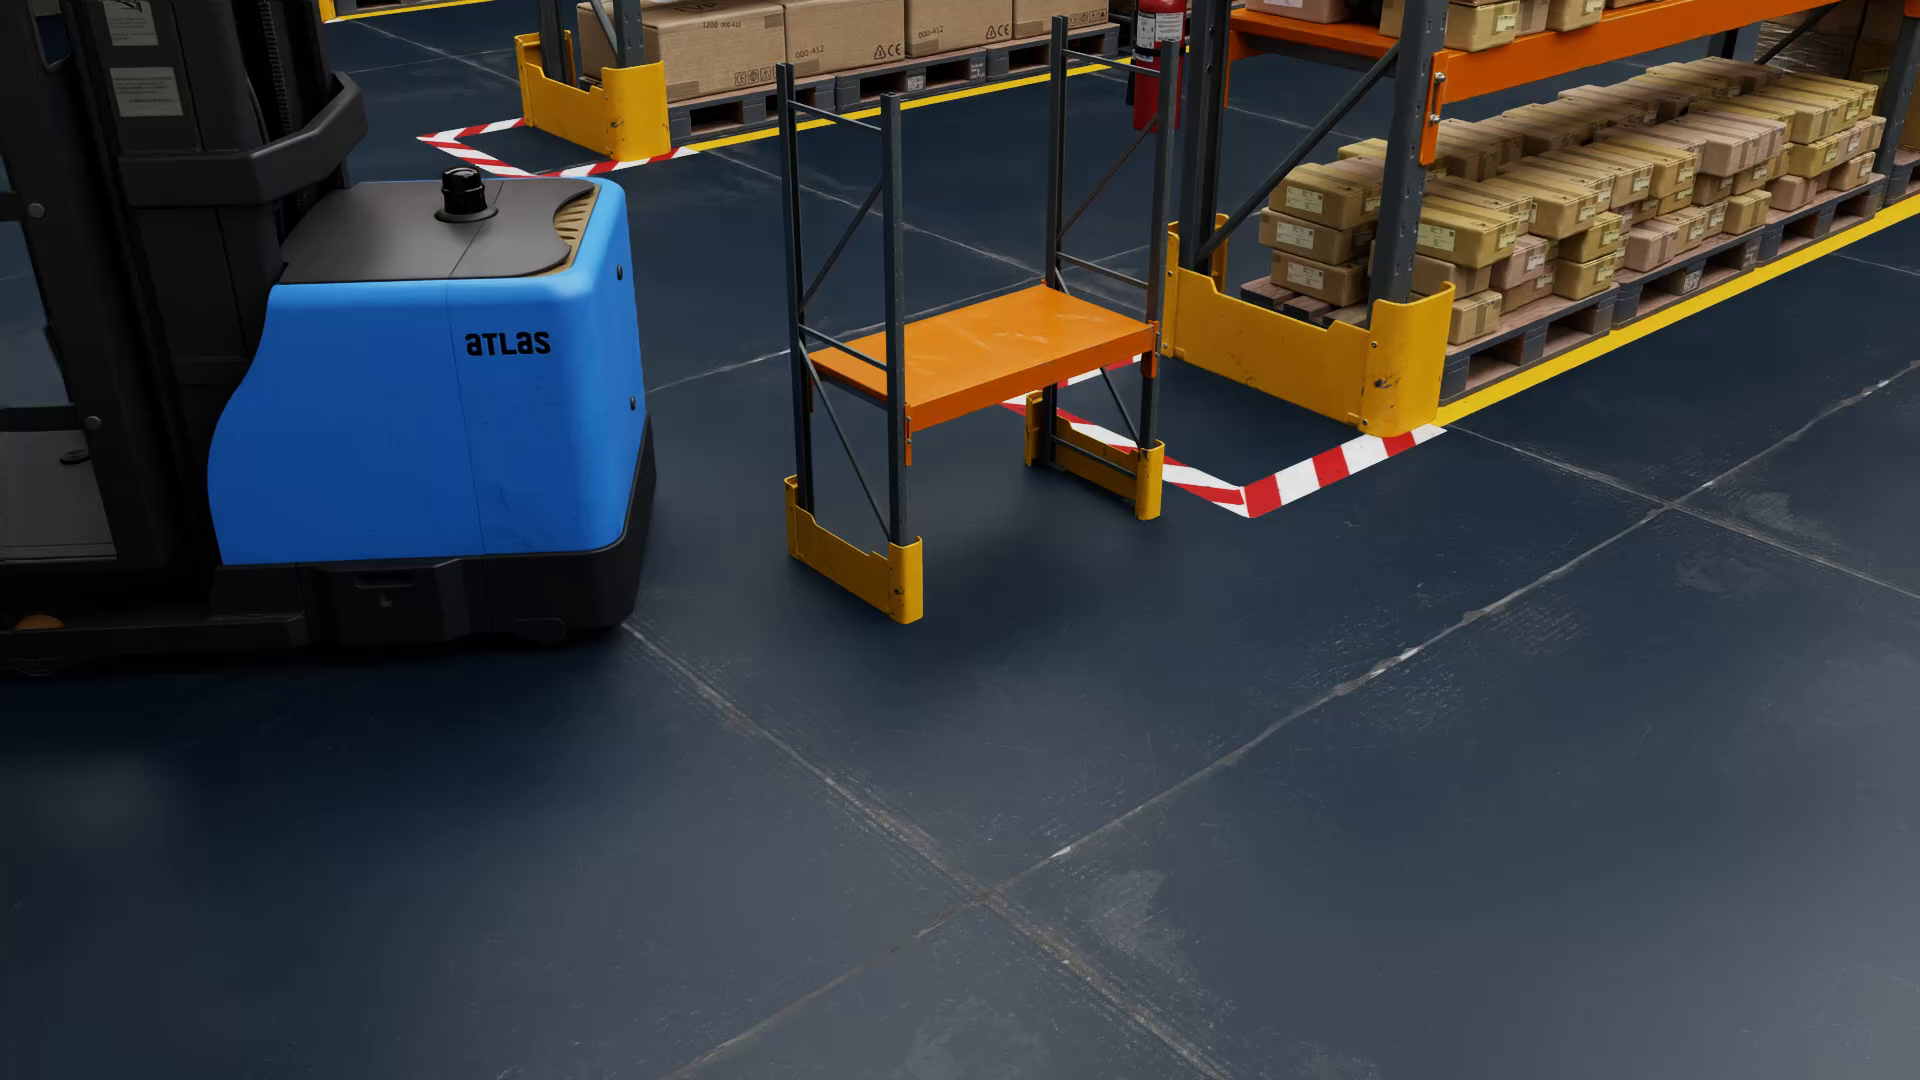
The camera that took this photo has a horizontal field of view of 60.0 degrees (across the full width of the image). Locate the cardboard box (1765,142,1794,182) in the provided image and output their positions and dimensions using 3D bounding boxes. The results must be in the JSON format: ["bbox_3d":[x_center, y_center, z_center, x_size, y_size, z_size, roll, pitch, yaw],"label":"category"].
[{"bbox_3d":[3.571,-1.767,7.638,0.250,0.149,0.380,-22,35,-34],"label":"cardboard box"}]

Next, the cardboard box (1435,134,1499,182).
[{"bbox_3d":[2.026,-1.593,6.995,0.250,0.149,0.380,-24,36,-37],"label":"cardboard box"}]

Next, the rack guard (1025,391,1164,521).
[{"bbox_3d":[0.437,-0.286,5.520,0.087,0.250,0.587,-22,35,-35],"label":"rack guard"}]

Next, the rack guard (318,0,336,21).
[{"bbox_3d":[-5.250,-4.355,12.869,0.348,0.500,1.175,-22,35,-35],"label":"rack guard"}]

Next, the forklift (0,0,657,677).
[{"bbox_3d":[-2.473,-1.172,4.333,3.031,2.935,1.130,-2,28,-4],"label":"forklift"}]

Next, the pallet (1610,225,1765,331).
[{"bbox_3d":[2.833,-1.312,7.482,1.213,0.211,1.003,-22,35,-35],"label":"pallet"}]

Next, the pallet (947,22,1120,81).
[{"bbox_3d":[0.330,-3.445,11.473,1.213,0.211,1.003,-22,35,-35],"label":"pallet"}]

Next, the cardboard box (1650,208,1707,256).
[{"bbox_3d":[2.981,-1.363,7.198,0.250,0.149,0.380,-22,35,-35],"label":"cardboard box"}]

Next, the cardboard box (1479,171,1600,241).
[{"bbox_3d":[2.232,-1.299,6.447,0.250,0.149,0.380,-22,35,-35],"label":"cardboard box"}]

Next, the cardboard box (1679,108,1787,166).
[{"bbox_3d":[3.400,-1.785,7.356,0.250,0.149,0.380,-24,36,-37],"label":"cardboard box"}]

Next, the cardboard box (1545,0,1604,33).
[{"bbox_3d":[2.072,-1.938,5.961,0.250,0.149,0.380,-23,36,-36],"label":"cardboard box"}]

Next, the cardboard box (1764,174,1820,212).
[{"bbox_3d":[3.761,-1.668,7.767,0.250,0.149,0.380,-23,36,-36],"label":"cardboard box"}]

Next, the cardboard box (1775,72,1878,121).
[{"bbox_3d":[4.148,-2.124,7.989,0.250,0.149,0.380,-21,34,-34],"label":"cardboard box"}]

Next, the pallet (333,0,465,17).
[{"bbox_3d":[-4.644,-4.472,13.395,1.213,0.211,1.003,-22,35,-35],"label":"pallet"}]

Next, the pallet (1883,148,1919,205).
[{"bbox_3d":[4.841,-2.144,9.039,1.213,0.211,1.003,-22,35,-35],"label":"pallet"}]

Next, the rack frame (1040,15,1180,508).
[{"bbox_3d":[0.452,-0.843,5.236,0.032,1.500,0.500,-22,35,-35],"label":"rack frame"}]

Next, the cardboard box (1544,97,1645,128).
[{"bbox_3d":[2.860,-1.887,7.547,0.250,0.149,0.380,-24,36,-37],"label":"cardboard box"}]

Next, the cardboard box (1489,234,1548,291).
[{"bbox_3d":[2.016,-1.103,6.394,0.250,0.149,0.380,-22,35,-35],"label":"cardboard box"}]

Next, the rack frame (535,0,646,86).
[{"bbox_3d":[-2.083,-3.656,8.908,0.127,3.000,1.000,-22,35,-35],"label":"rack frame"}]

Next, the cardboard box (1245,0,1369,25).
[{"bbox_3d":[1.271,-2.002,6.081,0.250,0.149,0.380,-22,35,-35],"label":"cardboard box"}]

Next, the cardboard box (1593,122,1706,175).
[{"bbox_3d":[2.943,-1.662,7.125,0.250,0.149,0.380,-22,35,-35],"label":"cardboard box"}]

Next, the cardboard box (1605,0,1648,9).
[{"bbox_3d":[2.402,-2.141,6.341,0.250,0.149,0.380,-22,35,-35],"label":"cardboard box"}]

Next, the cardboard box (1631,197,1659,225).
[{"bbox_3d":[2.731,-1.462,7.067,0.250,0.149,0.380,-20,34,-32],"label":"cardboard box"}]

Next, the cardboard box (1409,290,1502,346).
[{"bbox_3d":[1.813,-0.885,6.303,0.250,0.149,0.380,-21,35,-34],"label":"cardboard box"}]

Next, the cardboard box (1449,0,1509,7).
[{"bbox_3d":[1.727,-2.125,5.623,0.500,0.500,0.500,-20,34,-33],"label":"cardboard box"}]

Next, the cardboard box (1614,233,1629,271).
[{"bbox_3d":[2.541,-1.224,6.937,0.250,0.149,0.380,-22,35,-35],"label":"cardboard box"}]

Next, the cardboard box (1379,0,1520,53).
[{"bbox_3d":[1.666,-1.783,5.670,0.250,0.149,0.380,-22,35,-35],"label":"cardboard box"}]

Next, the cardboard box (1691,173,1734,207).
[{"bbox_3d":[3.173,-1.607,7.339,0.250,0.149,0.380,-24,36,-37],"label":"cardboard box"}]

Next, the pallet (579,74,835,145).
[{"bbox_3d":[-1.526,-2.699,10.076,1.213,0.211,1.003,-22,35,-35],"label":"pallet"}]

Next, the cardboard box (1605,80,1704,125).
[{"bbox_3d":[3.261,-2.049,7.849,0.250,0.149,0.380,-23,36,-36],"label":"cardboard box"}]

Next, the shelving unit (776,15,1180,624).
[{"bbox_3d":[0.058,-0.685,4.940,1.083,1.500,0.587,-22,35,-35],"label":"shelving unit"}]

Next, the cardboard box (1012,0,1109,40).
[{"bbox_3d":[0.412,-3.781,11.416,0.875,0.438,0.875,-22,35,-36],"label":"cardboard box"}]

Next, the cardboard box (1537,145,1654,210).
[{"bbox_3d":[2.584,-1.486,6.797,0.250,0.149,0.380,-20,34,-33],"label":"cardboard box"}]

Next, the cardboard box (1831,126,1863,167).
[{"bbox_3d":[4.018,-1.897,7.881,0.250,0.149,0.380,-24,36,-37],"label":"cardboard box"}]

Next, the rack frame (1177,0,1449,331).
[{"bbox_3d":[1.206,-1.912,5.645,0.127,3.000,1.000,-22,35,-35],"label":"rack frame"}]

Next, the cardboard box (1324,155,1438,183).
[{"bbox_3d":[1.673,-1.411,6.656,0.250,0.149,0.380,-21,35,-34],"label":"cardboard box"}]

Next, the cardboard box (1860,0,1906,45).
[{"bbox_3d":[4.983,-2.680,8.494,0.500,0.250,0.500,-24,36,-37],"label":"cardboard box"}]

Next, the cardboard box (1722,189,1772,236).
[{"bbox_3d":[3.385,-1.505,7.462,0.250,0.149,0.380,-22,35,-35],"label":"cardboard box"}]

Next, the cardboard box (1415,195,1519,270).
[{"bbox_3d":[1.825,-1.141,6.150,0.250,0.149,0.380,-24,36,-37],"label":"cardboard box"}]

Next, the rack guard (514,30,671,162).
[{"bbox_3d":[-2.102,-2.546,9.484,0.348,0.500,1.175,-22,35,-35],"label":"rack guard"}]

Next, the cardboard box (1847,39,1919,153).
[{"bbox_3d":[4.984,-2.349,8.670,0.500,0.500,0.500,-20,34,-33],"label":"cardboard box"}]

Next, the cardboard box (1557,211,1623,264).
[{"bbox_3d":[2.411,-1.249,6.668,0.250,0.149,0.380,-21,34,-33],"label":"cardboard box"}]

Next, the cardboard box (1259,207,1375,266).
[{"bbox_3d":[1.423,-1.235,6.642,0.250,0.149,0.380,-23,36,-36],"label":"cardboard box"}]

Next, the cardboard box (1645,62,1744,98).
[{"bbox_3d":[3.605,-2.232,8.191,0.250,0.149,0.380,-20,34,-33],"label":"cardboard box"}]

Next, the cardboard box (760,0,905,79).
[{"bbox_3d":[-0.955,-3.232,10.388,0.875,0.438,0.875,-21,34,-34],"label":"cardboard box"}]

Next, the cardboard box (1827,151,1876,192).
[{"bbox_3d":[4.172,-1.821,8.055,0.250,0.149,0.380,-21,35,-34],"label":"cardboard box"}]

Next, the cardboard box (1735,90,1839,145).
[{"bbox_3d":[3.794,-1.953,7.669,0.250,0.149,0.380,-22,35,-35],"label":"cardboard box"}]

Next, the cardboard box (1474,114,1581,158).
[{"bbox_3d":[2.466,-1.736,7.263,0.250,0.149,0.380,-23,36,-36],"label":"cardboard box"}]

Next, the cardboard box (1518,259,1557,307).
[{"bbox_3d":[2.143,-1.073,6.655,0.250,0.149,0.380,-21,35,-34],"label":"cardboard box"}]
